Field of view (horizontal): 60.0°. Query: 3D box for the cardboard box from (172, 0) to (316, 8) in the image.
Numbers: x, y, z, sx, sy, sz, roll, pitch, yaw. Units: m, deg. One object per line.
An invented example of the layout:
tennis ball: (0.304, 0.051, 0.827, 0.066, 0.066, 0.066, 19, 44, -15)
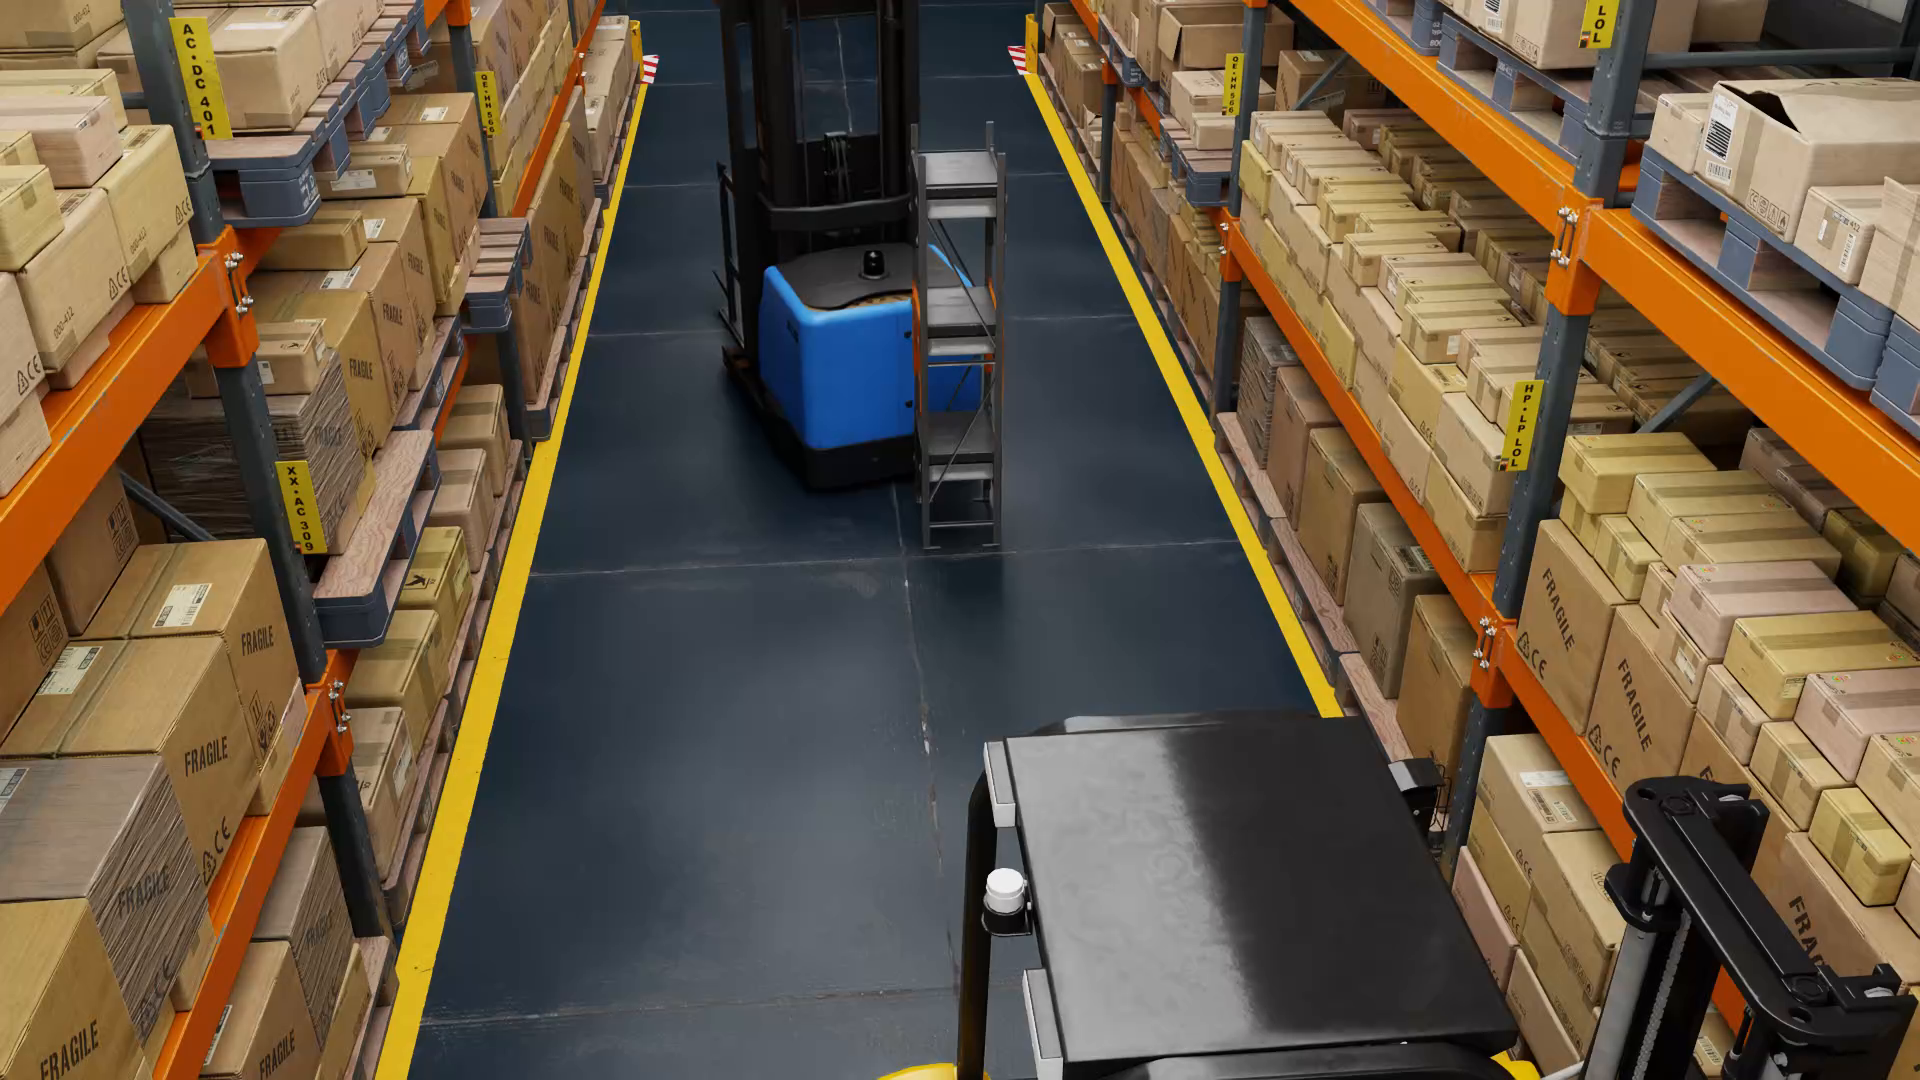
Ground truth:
cardboard box: (-2.292, -1.887, 5.308, 0.500, 0.250, 0.500, -3, 31, -6)

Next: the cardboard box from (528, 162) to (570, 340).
cardboard box: (-3.015, -1.820, 10.534, 0.875, 0.875, 0.875, -2, 31, -4)

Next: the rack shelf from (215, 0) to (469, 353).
rack shelf: (-2.767, -1.697, 6.442, 1.077, 0.370, 4.000, -3, 31, -5)

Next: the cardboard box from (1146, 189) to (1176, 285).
cardboard box: (1.579, -2.079, 11.334, 0.500, 0.500, 0.500, -4, 31, -6)

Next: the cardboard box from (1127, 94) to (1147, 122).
cardboard box: (1.454, -3.208, 12.301, 0.380, 0.149, 0.250, -4, 31, -7)

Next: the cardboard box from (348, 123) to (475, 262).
cardboard box: (-2.576, -1.608, 7.720, 0.500, 0.500, 0.500, -3, 31, -5)

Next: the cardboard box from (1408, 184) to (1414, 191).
cardboard box: (2.356, -1.652, 8.250, 0.500, 0.250, 0.500, -2, 31, -4)

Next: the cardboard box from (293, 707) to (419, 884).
cardboard box: (-2.632, 0.983, 6.332, 0.950, 0.372, 0.625, -2, 31, -4)

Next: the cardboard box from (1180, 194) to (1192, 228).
cardboard box: (1.649, -2.143, 10.809, 0.380, 0.149, 0.250, -3, 31, -5)

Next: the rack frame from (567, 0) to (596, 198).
rack frame: (-3.328, -3.781, 12.156, 1.000, 3.000, 0.127, -3, 31, -5)

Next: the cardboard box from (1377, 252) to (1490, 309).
cardboard box: (1.960, -1.073, 6.891, 0.380, 0.149, 0.250, -2, 31, -4)

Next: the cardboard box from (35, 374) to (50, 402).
cardboard box: (-2.287, -0.336, 3.707, 0.380, 0.149, 0.250, -4, 31, -6)

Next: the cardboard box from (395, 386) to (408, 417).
cardboard box: (-2.438, -0.595, 6.657, 0.380, 0.149, 0.250, -3, 31, -4)

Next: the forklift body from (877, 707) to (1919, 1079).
forklift body: (0.742, 1.589, 3.992, 2.313, 2.155, 1.214, -3, 31, -5)

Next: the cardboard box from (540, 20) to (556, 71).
cardboard box: (-2.936, -3.199, 10.840, 0.500, 0.250, 0.500, -2, 31, -3)

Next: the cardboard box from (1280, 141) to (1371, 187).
cardboard box: (1.800, -1.857, 8.204, 0.380, 0.149, 0.250, -2, 31, -3)

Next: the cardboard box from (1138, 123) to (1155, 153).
cardboard box: (1.521, -2.943, 12.147, 0.380, 0.149, 0.250, -4, 31, -7)

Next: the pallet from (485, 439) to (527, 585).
pallet: (-2.882, -0.143, 8.784, 1.003, 0.211, 1.213, -3, 31, -5)

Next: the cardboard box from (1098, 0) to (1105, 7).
cardboard box: (1.323, -4.333, 12.935, 0.500, 0.250, 0.500, -2, 31, -3)

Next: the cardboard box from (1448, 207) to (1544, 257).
cardboard box: (2.382, -1.361, 7.373, 0.380, 0.149, 0.250, -2, 31, -3)

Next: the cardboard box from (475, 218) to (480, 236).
cardboard box: (-2.592, -1.522, 8.209, 0.380, 0.149, 0.250, -2, 31, -4)

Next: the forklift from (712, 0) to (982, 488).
forklift: (-0.855, -2.283, 9.713, 1.130, 2.935, 3.031, -11, 33, -17)

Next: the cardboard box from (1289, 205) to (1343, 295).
cardboard box: (1.862, -1.367, 7.772, 0.500, 0.250, 0.500, -4, 31, -6)

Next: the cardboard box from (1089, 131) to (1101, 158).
cardboard box: (1.269, -3.248, 13.633, 0.380, 0.149, 0.250, -4, 31, -6)

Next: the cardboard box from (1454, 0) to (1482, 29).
cardboard box: (1.956, -1.887, 5.796, 0.380, 0.149, 0.250, -3, 31, -5)

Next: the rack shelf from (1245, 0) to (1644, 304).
rack shelf: (2.174, -1.937, 6.844, 1.077, 0.370, 4.000, -3, 31, -5)

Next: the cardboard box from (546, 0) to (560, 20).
cardboard box: (-2.980, -3.774, 11.070, 0.500, 0.500, 0.500, -2, 31, -4)

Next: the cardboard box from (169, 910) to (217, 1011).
cardboard box: (-2.149, 1.079, 4.264, 0.380, 0.149, 0.250, -3, 31, -5)

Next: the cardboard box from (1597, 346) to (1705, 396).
cardboard box: (2.569, -0.587, 6.078, 0.380, 0.149, 0.250, -4, 31, -6)

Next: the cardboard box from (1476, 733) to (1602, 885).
cardboard box: (2.094, 0.896, 5.621, 0.500, 0.250, 0.500, -3, 31, -5)

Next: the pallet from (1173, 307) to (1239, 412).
pallet: (1.956, -1.165, 10.494, 1.003, 0.211, 1.213, -3, 31, -5)

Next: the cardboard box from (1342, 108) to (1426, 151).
cardboard box: (2.219, -2.144, 8.684, 0.380, 0.149, 0.250, -2, 31, -3)

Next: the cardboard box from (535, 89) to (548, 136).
cardboard box: (-2.908, -2.718, 10.521, 0.500, 0.250, 0.500, -3, 31, -5)

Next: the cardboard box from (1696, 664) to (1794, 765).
cardboard box: (2.179, 0.445, 4.351, 0.380, 0.149, 0.250, -3, 31, -5)

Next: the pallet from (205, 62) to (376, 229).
pallet: (-2.532, -1.224, 5.133, 1.213, 0.211, 1.003, -3, 31, -5)

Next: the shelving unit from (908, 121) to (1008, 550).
shelving unit: (-0.015, -0.986, 8.353, 0.431, 2.100, 0.503, -3, 31, -5)

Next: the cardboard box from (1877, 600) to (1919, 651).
cardboard box: (2.784, 0.286, 4.616, 0.380, 0.149, 0.250, -3, 31, -4)

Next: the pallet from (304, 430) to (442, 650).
pallet: (-2.507, -0.012, 6.032, 1.003, 0.211, 1.213, -3, 31, -5)

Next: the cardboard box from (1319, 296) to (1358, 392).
cardboard box: (1.930, -0.892, 7.464, 0.500, 0.250, 0.500, -2, 31, -3)

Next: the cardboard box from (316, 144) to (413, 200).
cardboard box: (-2.520, -1.547, 6.985, 0.380, 0.149, 0.250, -4, 31, -7)

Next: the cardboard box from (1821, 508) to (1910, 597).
cardboard box: (2.712, 0.027, 4.759, 0.380, 0.149, 0.250, -3, 31, -5)

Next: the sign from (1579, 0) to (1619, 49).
sign: (1.822, -1.551, 4.685, 0.100, 0.325, 0.005, -3, 31, -5)

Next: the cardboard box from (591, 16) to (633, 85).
cardboard box: (-3.540, -4.572, 15.568, 0.875, 0.438, 0.875, -4, 31, -6)

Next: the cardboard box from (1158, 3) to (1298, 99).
cardboard box: (1.651, -3.028, 10.384, 0.797, 0.503, 0.637, -3, 31, -6)

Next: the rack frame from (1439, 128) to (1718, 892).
rack frame: (2.361, 0.063, 5.719, 1.000, 3.000, 0.127, -3, 31, -5)

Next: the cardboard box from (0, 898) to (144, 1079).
cardboard box: (-2.131, 1.136, 3.536, 0.500, 0.500, 0.500, -3, 31, -6)

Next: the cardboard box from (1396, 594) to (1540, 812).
cardboard box: (2.301, 0.637, 6.665, 0.875, 0.625, 0.625, -1, 31, -2)

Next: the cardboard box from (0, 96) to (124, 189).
cardboard box: (-2.233, -0.939, 3.939, 0.380, 0.149, 0.250, -3, 31, -6)

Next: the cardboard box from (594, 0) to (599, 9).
cardboard box: (-3.194, -4.588, 13.408, 0.500, 0.500, 0.500, -3, 31, -4)

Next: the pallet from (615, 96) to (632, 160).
pallet: (-3.438, -3.601, 14.572, 1.003, 0.211, 1.213, -3, 31, -5)

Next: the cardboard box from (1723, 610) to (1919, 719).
cardboard box: (2.216, 0.318, 4.273, 0.380, 0.149, 0.250, -3, 31, -5)

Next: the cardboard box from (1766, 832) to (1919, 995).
cardboard box: (2.282, 1.041, 3.985, 0.500, 0.500, 0.500, -3, 31, -4)
